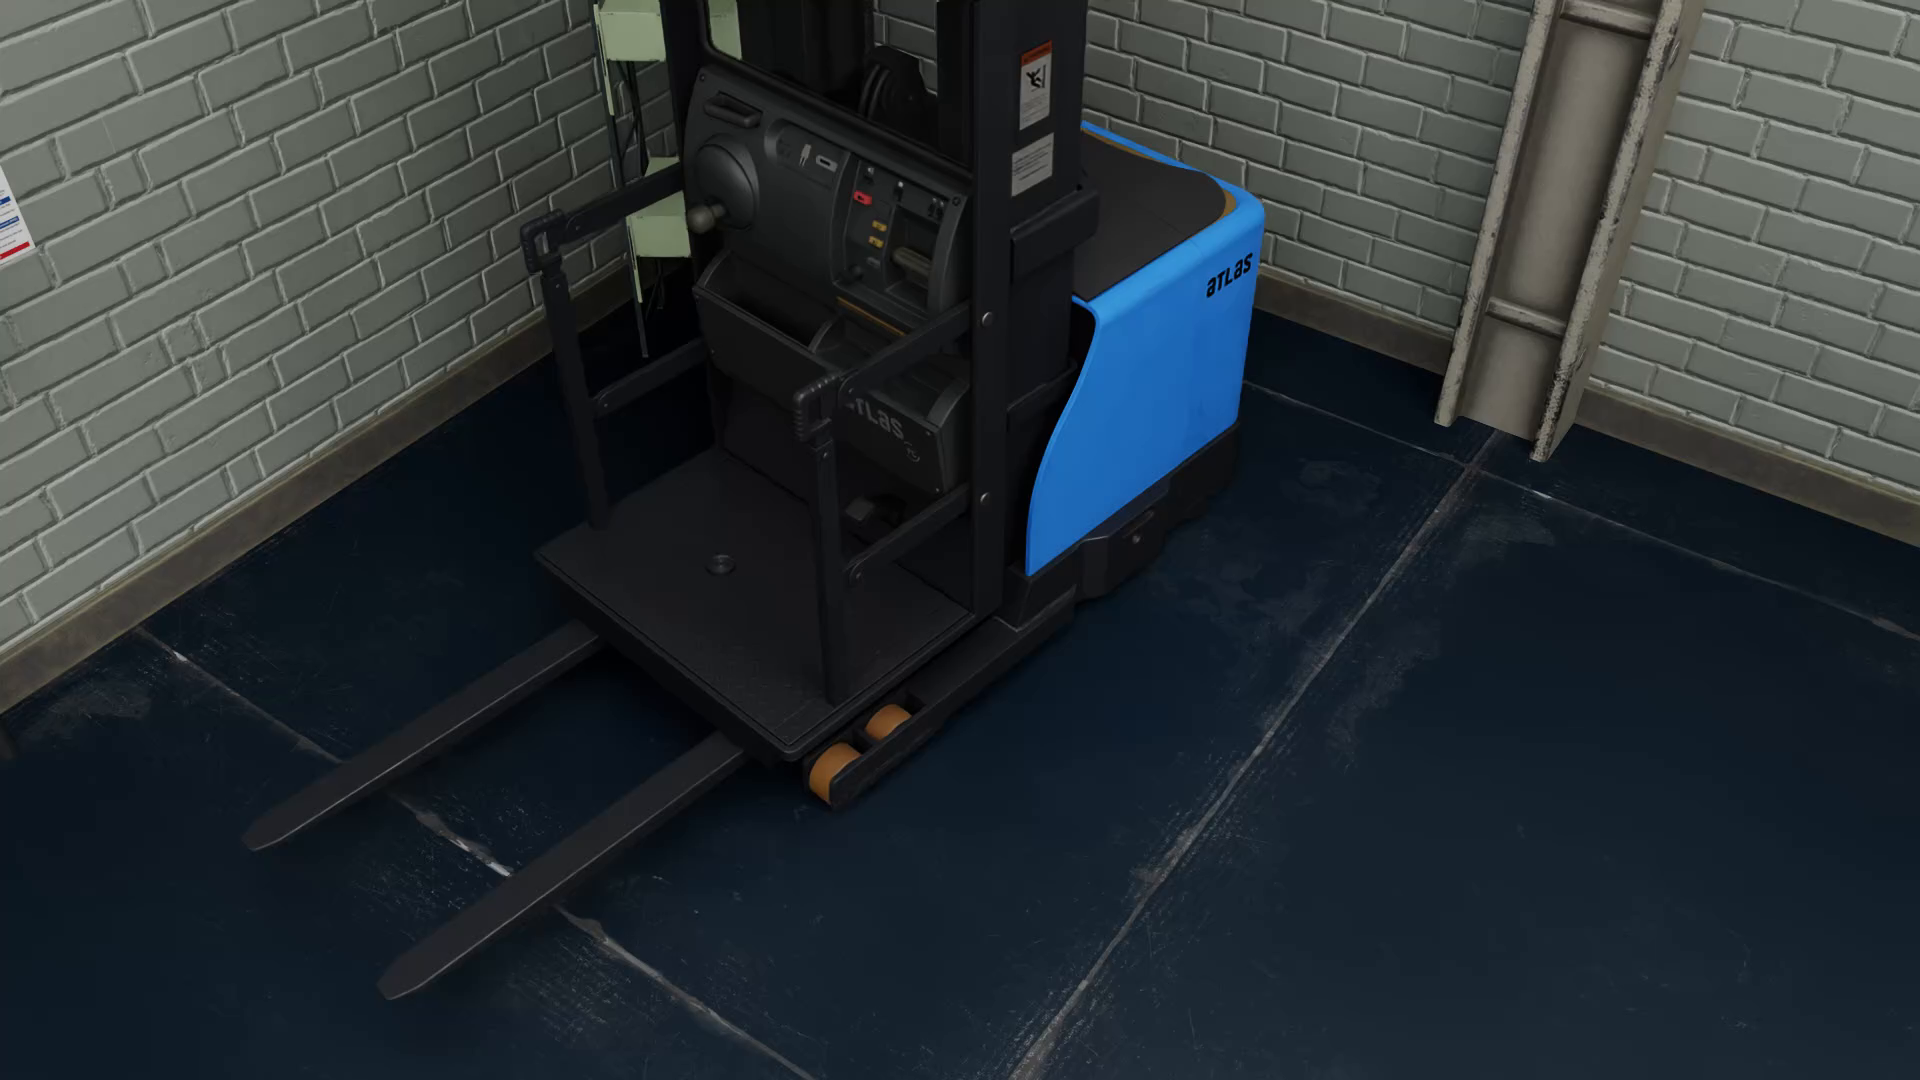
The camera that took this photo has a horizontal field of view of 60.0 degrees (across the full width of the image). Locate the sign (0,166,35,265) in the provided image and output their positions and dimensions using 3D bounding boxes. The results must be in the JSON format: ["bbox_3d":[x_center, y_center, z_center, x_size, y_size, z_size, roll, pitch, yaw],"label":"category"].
[{"bbox_3d":[-2.475,-0.847,4.019,0.001,0.494,0.329,25,48,25],"label":"sign"}]

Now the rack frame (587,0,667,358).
[{"bbox_3d":[-1.124,-1.348,5.632,0.023,1.500,0.400,1,42,1],"label":"rack frame"}]

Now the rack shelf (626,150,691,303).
[{"bbox_3d":[-0.758,-1.097,5.840,0.720,0.370,0.431,1,42,1],"label":"rack shelf"}]

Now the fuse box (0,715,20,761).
[{"bbox_3d":[-2.589,-0.054,4.027,0.414,1.711,0.539,25,48,25],"label":"fuse box"}]

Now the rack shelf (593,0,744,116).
[{"bbox_3d":[-0.758,-1.631,5.362,0.720,0.370,0.431,1,42,1],"label":"rack shelf"}]

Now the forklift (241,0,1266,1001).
[{"bbox_3d":[-0.489,-0.771,3.914,1.130,2.935,3.031,32,51,31],"label":"forklift"}]

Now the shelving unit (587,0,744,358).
[{"bbox_3d":[-0.758,-1.340,5.623,0.755,1.500,0.431,1,42,1],"label":"shelving unit"}]
